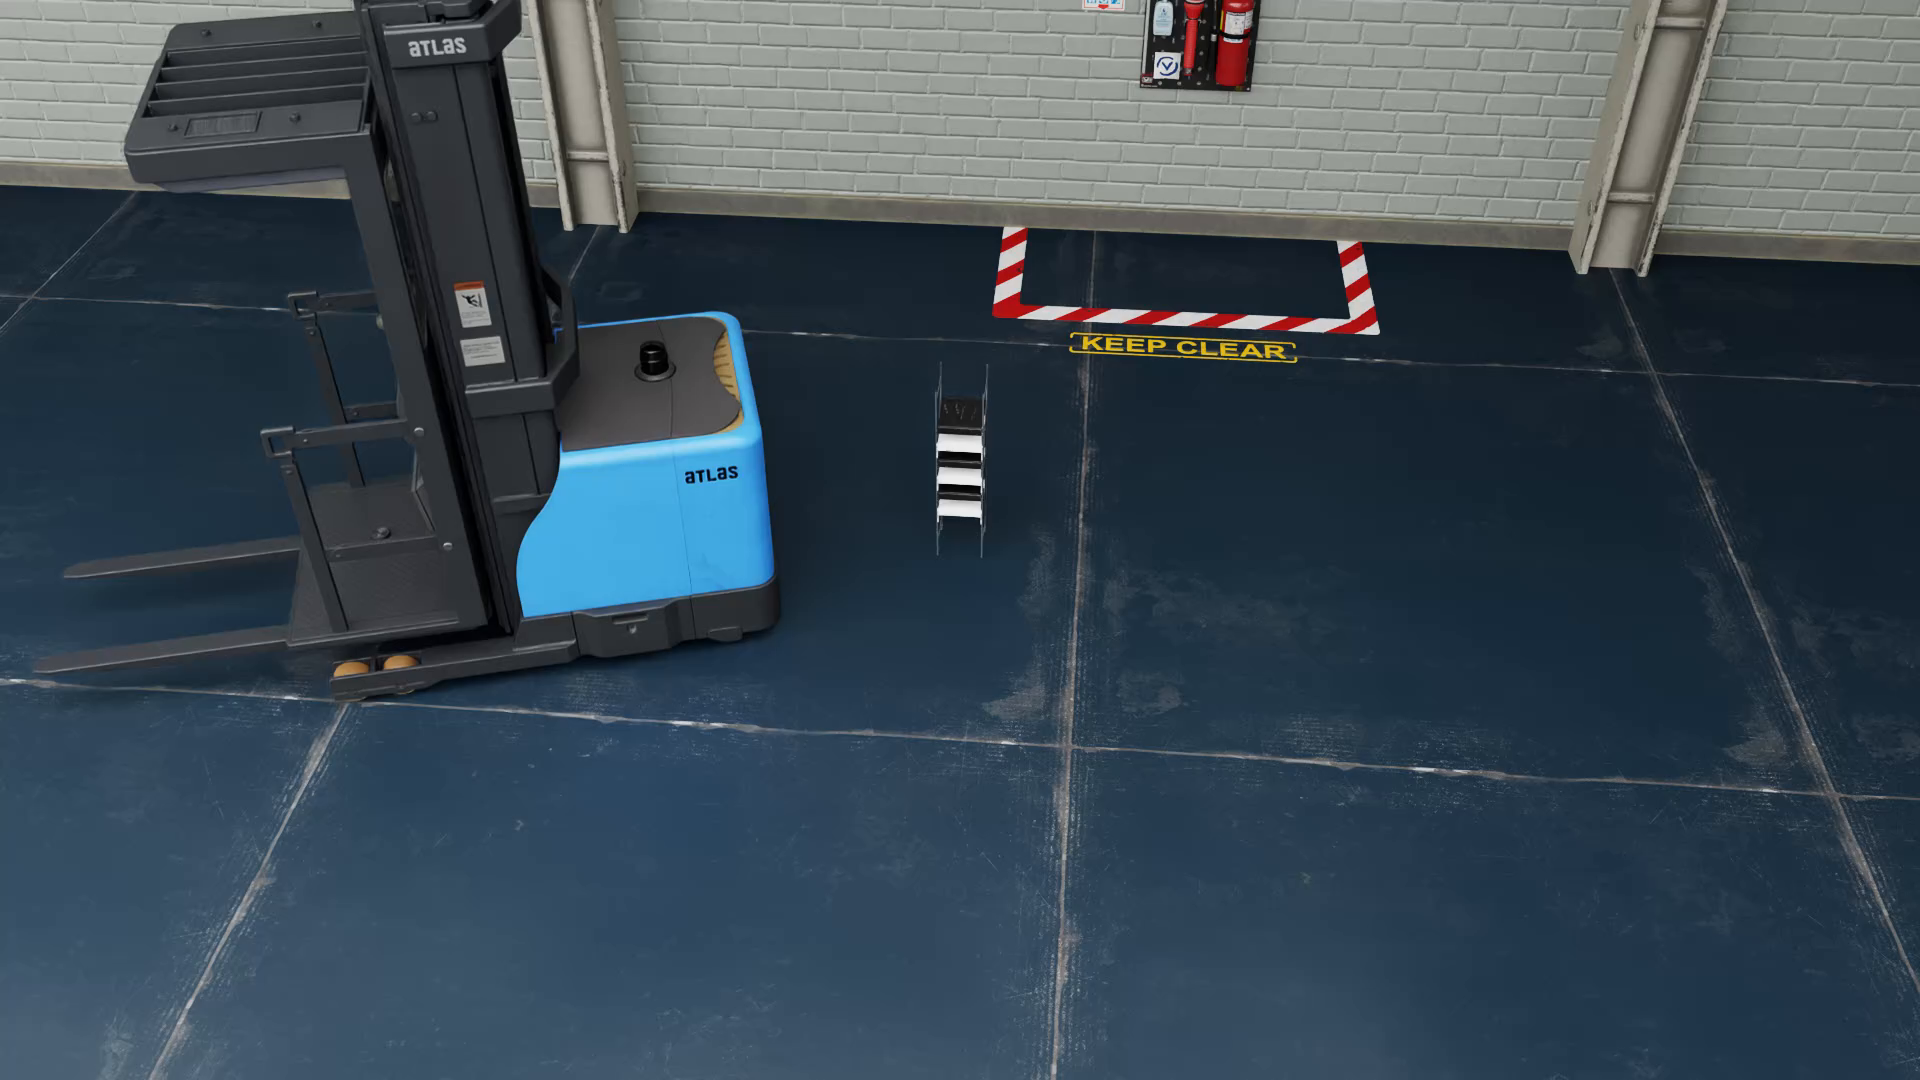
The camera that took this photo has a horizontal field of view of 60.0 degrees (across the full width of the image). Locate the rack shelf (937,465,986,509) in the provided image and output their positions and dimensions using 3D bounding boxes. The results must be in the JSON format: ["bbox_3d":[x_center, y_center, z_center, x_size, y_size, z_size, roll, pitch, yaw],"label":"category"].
[{"bbox_3d":[0.008,-0.253,7.543,0.200,0.077,0.258,3,39,4],"label":"rack shelf"}]

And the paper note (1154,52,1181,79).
[{"bbox_3d":[1.165,-2.666,9.346,0.142,0.148,0.016,3,39,4],"label":"paper note"}]

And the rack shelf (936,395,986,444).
[{"bbox_3d":[0.008,-0.532,7.316,0.200,0.077,0.258,3,39,4],"label":"rack shelf"}]

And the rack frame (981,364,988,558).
[{"bbox_3d":[0.109,-0.343,7.459,0.006,0.900,0.240,3,39,4],"label":"rack frame"}]

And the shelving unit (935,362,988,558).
[{"bbox_3d":[0.008,-0.349,7.465,0.210,0.900,0.258,3,39,4],"label":"shelving unit"}]

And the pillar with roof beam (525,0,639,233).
[{"bbox_3d":[-2.555,-2.742,3.990,0.400,9.000,9.100,3,39,4],"label":"pillar with roof beam"}]

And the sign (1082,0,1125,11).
[{"bbox_3d":[0.793,-3.063,9.109,0.234,0.329,0.001,3,39,4],"label":"sign"}]

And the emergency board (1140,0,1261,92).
[{"bbox_3d":[1.335,-2.954,9.003,0.643,1.169,0.194,3,39,4],"label":"emergency board"}]

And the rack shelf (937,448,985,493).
[{"bbox_3d":[0.008,-0.323,7.486,0.200,0.077,0.258,3,39,4],"label":"rack shelf"}]

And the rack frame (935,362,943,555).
[{"bbox_3d":[-0.093,-0.354,7.472,0.006,0.900,0.240,3,39,4],"label":"rack frame"}]

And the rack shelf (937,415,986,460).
[{"bbox_3d":[0.008,-0.462,7.373,0.200,0.077,0.258,3,39,4],"label":"rack shelf"}]

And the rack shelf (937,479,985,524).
[{"bbox_3d":[0.008,-0.183,7.600,0.200,0.077,0.258,3,39,4],"label":"rack shelf"}]

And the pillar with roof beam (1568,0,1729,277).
[{"bbox_3d":[3.422,-2.415,3.588,0.400,9.000,9.100,3,39,4],"label":"pillar with roof beam"}]

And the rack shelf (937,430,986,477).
[{"bbox_3d":[0.008,-0.393,7.430,0.200,0.077,0.258,3,39,4],"label":"rack shelf"}]

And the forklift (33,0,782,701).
[{"bbox_3d":[-2.348,-0.832,6.450,3.031,2.935,1.130,-8,40,-9],"label":"forklift"}]
